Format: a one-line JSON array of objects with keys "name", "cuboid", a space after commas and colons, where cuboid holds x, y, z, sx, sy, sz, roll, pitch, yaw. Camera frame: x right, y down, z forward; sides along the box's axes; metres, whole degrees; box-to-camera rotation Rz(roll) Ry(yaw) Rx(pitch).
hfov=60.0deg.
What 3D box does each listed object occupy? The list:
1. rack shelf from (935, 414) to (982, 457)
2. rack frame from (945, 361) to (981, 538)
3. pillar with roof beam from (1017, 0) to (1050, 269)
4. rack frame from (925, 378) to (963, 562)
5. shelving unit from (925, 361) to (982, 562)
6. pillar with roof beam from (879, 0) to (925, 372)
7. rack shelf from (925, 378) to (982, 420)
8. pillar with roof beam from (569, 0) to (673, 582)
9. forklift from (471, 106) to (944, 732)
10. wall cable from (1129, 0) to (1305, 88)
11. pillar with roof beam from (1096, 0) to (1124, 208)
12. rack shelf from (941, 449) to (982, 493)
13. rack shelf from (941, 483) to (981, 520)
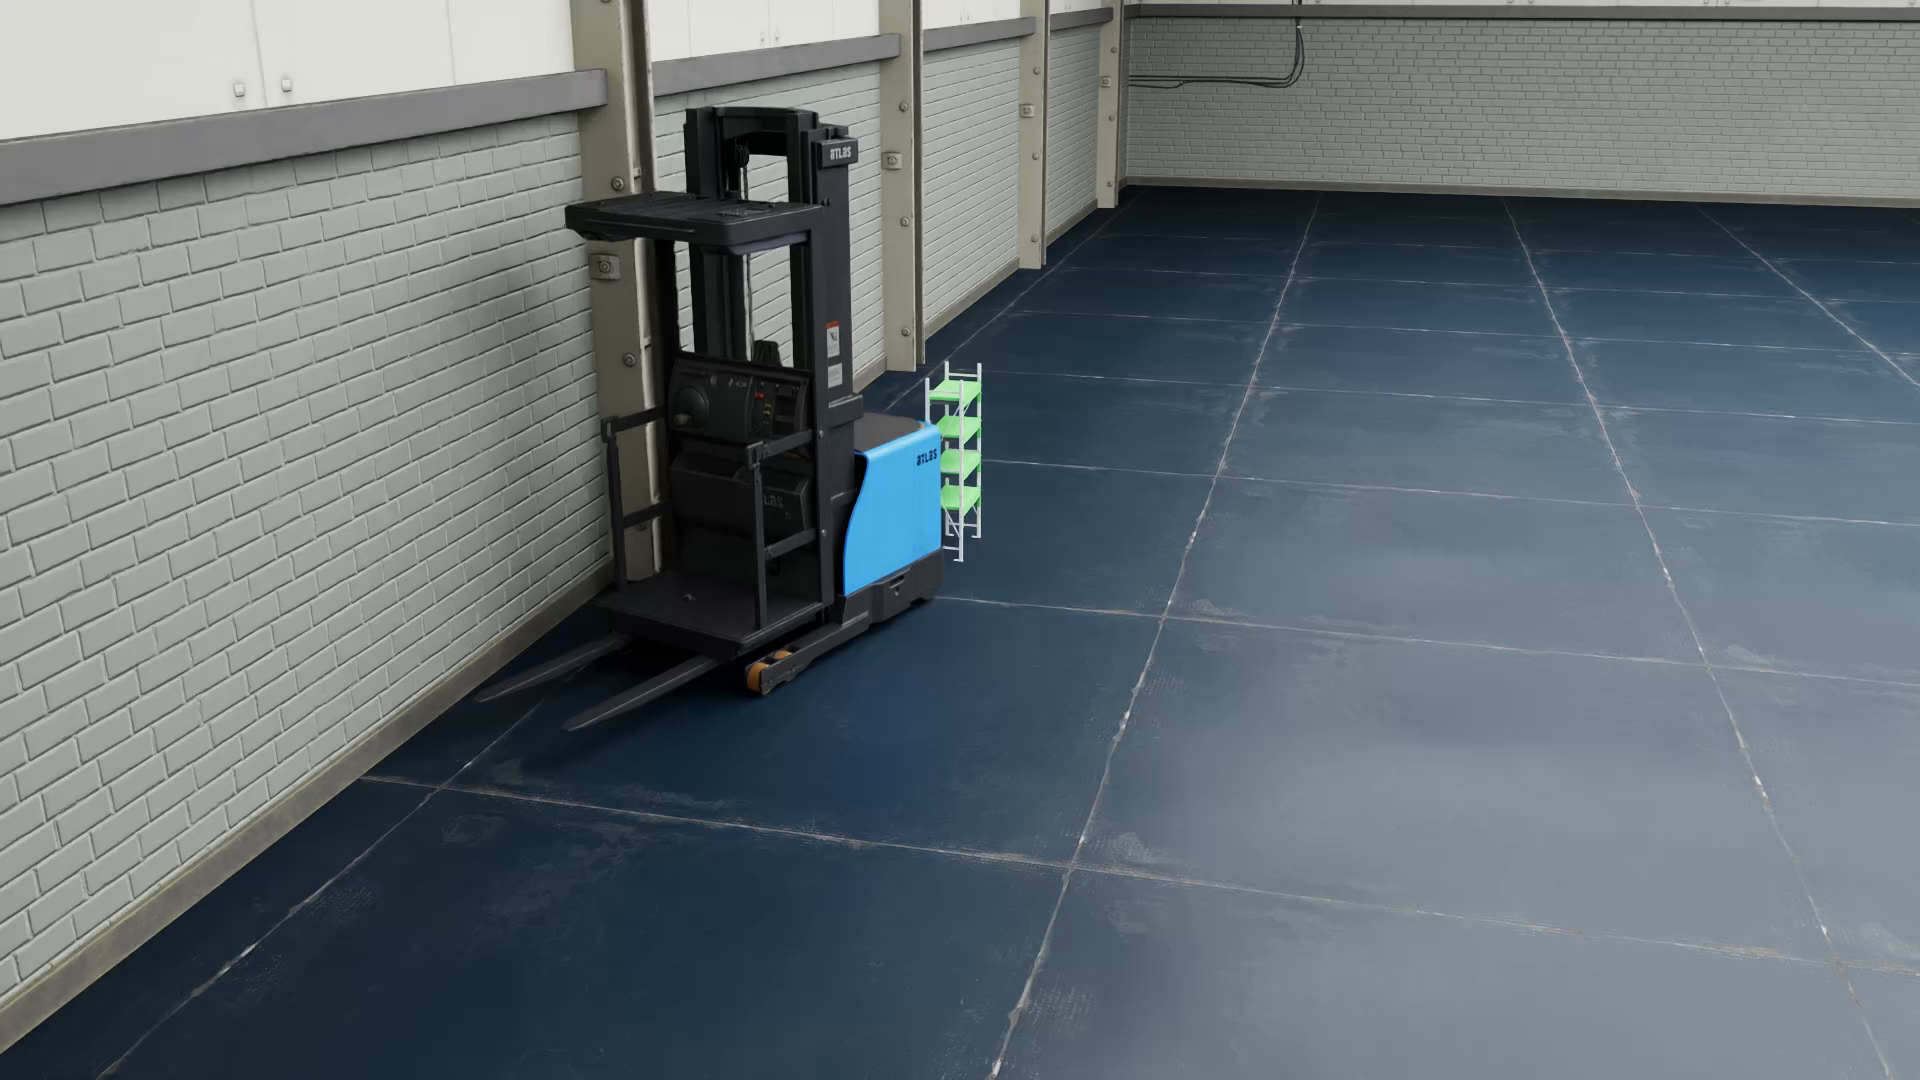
[{"name": "rack shelf", "cuboid": [-0.040, -0.683, 10.785, 0.258, 0.148, 0.480, 5, 19, 13]}, {"name": "rack frame", "cuboid": [0.019, -0.592, 11.066, 0.240, 1.200, 0.015, 5, 19, 13]}, {"name": "pillar with roof beam", "cuboid": [5.101, -7.484, 19.175, 9.100, 9.000, 0.400, 5, 19, 13]}, {"name": "rack frame", "cuboid": [-0.100, -0.439, 10.618, 0.240, 1.200, 0.015, 5, 19, 13]}, {"name": "shelving unit", "cuboid": [-0.040, -0.516, 10.842, 0.258, 1.200, 0.503, 5, 19, 13]}, {"name": "pillar with roof beam", "cuboid": [3.635, -5.603, 13.670, 9.100, 9.000, 0.400, 5, 19, 13]}, {"name": "rack shelf", "cuboid": [-0.040, -0.910, 10.707, 0.258, 0.148, 0.480, 5, 19, 13]}, {"name": "pillar with roof beam", "cuboid": [2.169, -3.722, 8.164, 9.100, 9.000, 0.400, 5, 19, 13]}, {"name": "forklift", "cuboid": [-1.316, -0.744, 8.830, 1.130, 2.935, 3.031, 12, 22, 31]}, {"name": "wall cable", "cuboid": [4.395, -9.054, 28.576, 3.097, 2.526, 0.112, 5, 19, 13]}, {"name": "pillar with roof beam", "cuboid": [6.567, -9.364, 24.681, 9.100, 9.000, 0.400, 5, 19, 13]}, {"name": "rack shelf", "cuboid": [-0.040, -0.455, 10.862, 0.258, 0.148, 0.480, 5, 19, 13]}, {"name": "rack shelf", "cuboid": [-0.040, -0.228, 10.940, 0.258, 0.148, 0.480, 5, 19, 13]}]
